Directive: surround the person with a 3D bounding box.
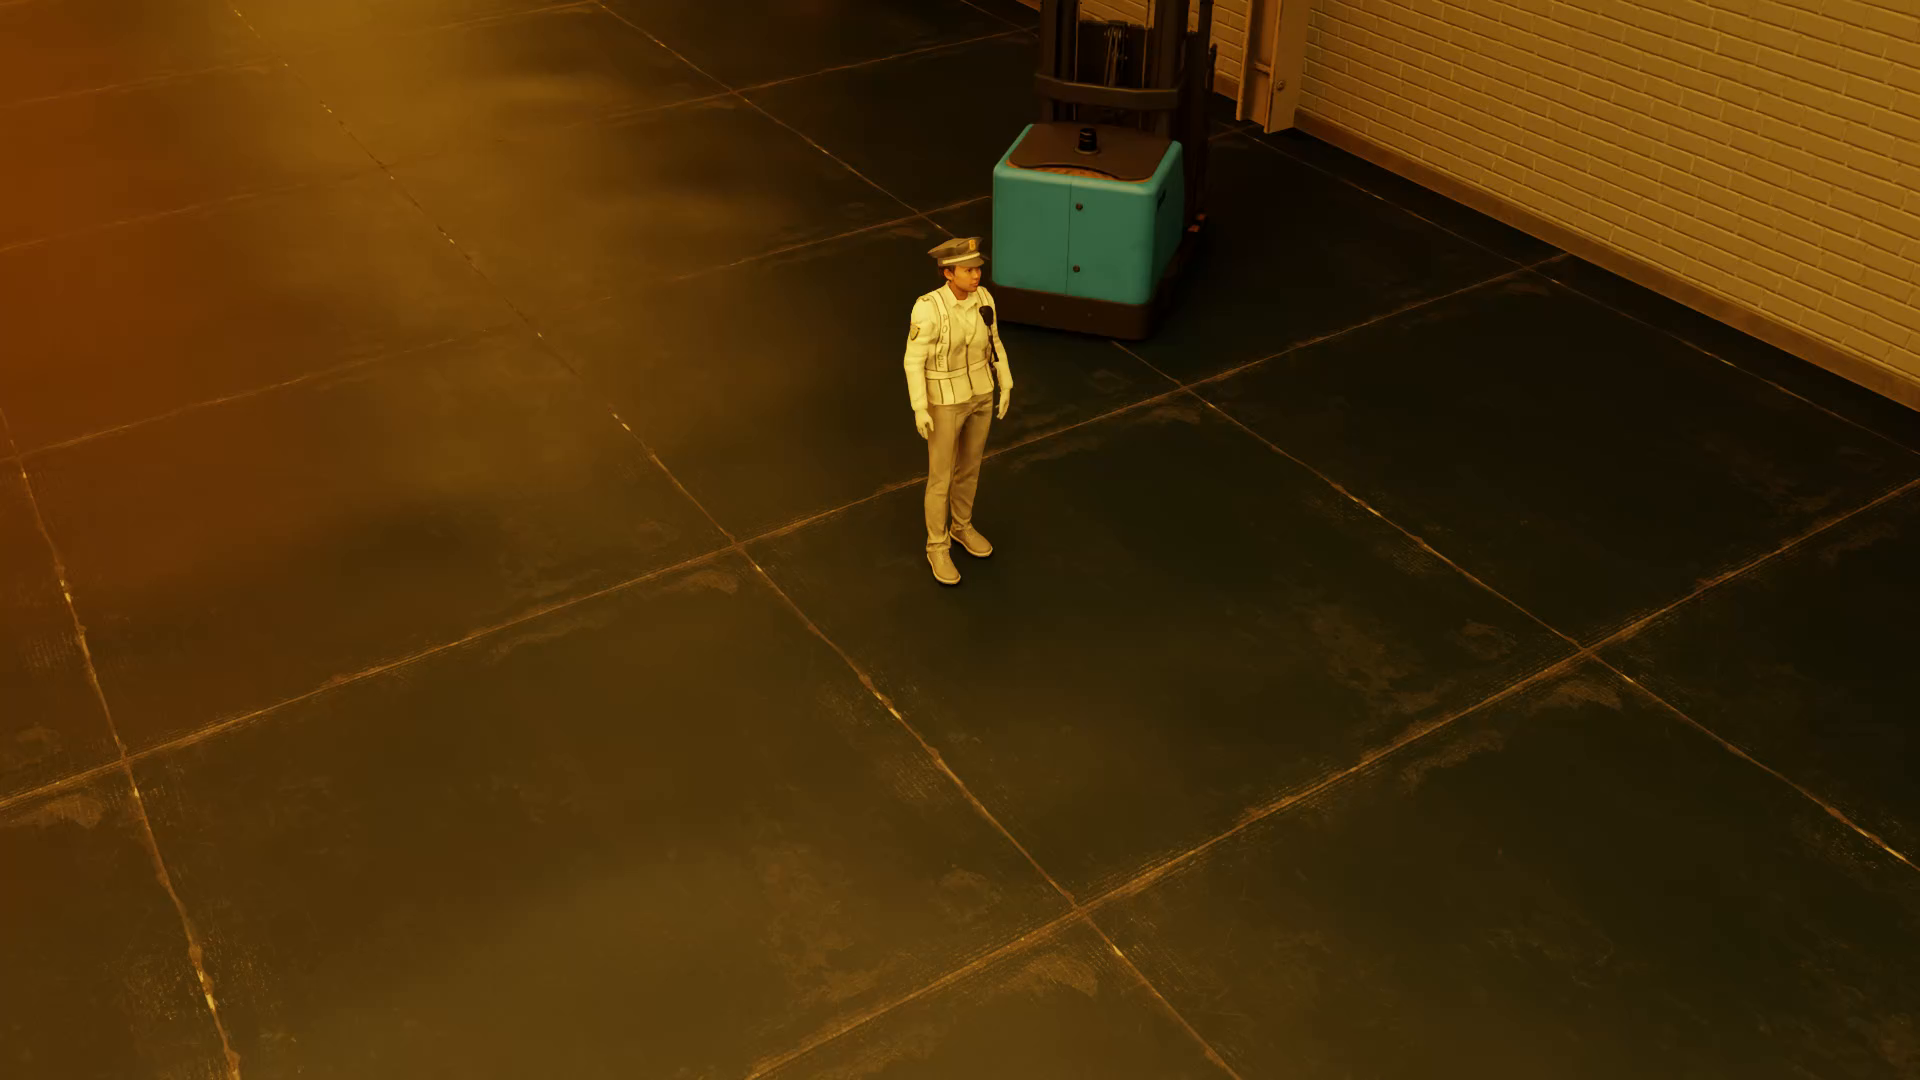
[{"bbox_3d":[0.031,-0.665,8.157,0.588,1.696,0.533,-21,40,-27],"label":"person"}]

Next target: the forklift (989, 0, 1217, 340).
[{"bbox_3d":[1.123,-3.288,10.828,1.130,2.935,3.031,11,36,15],"label":"forklift"}]
